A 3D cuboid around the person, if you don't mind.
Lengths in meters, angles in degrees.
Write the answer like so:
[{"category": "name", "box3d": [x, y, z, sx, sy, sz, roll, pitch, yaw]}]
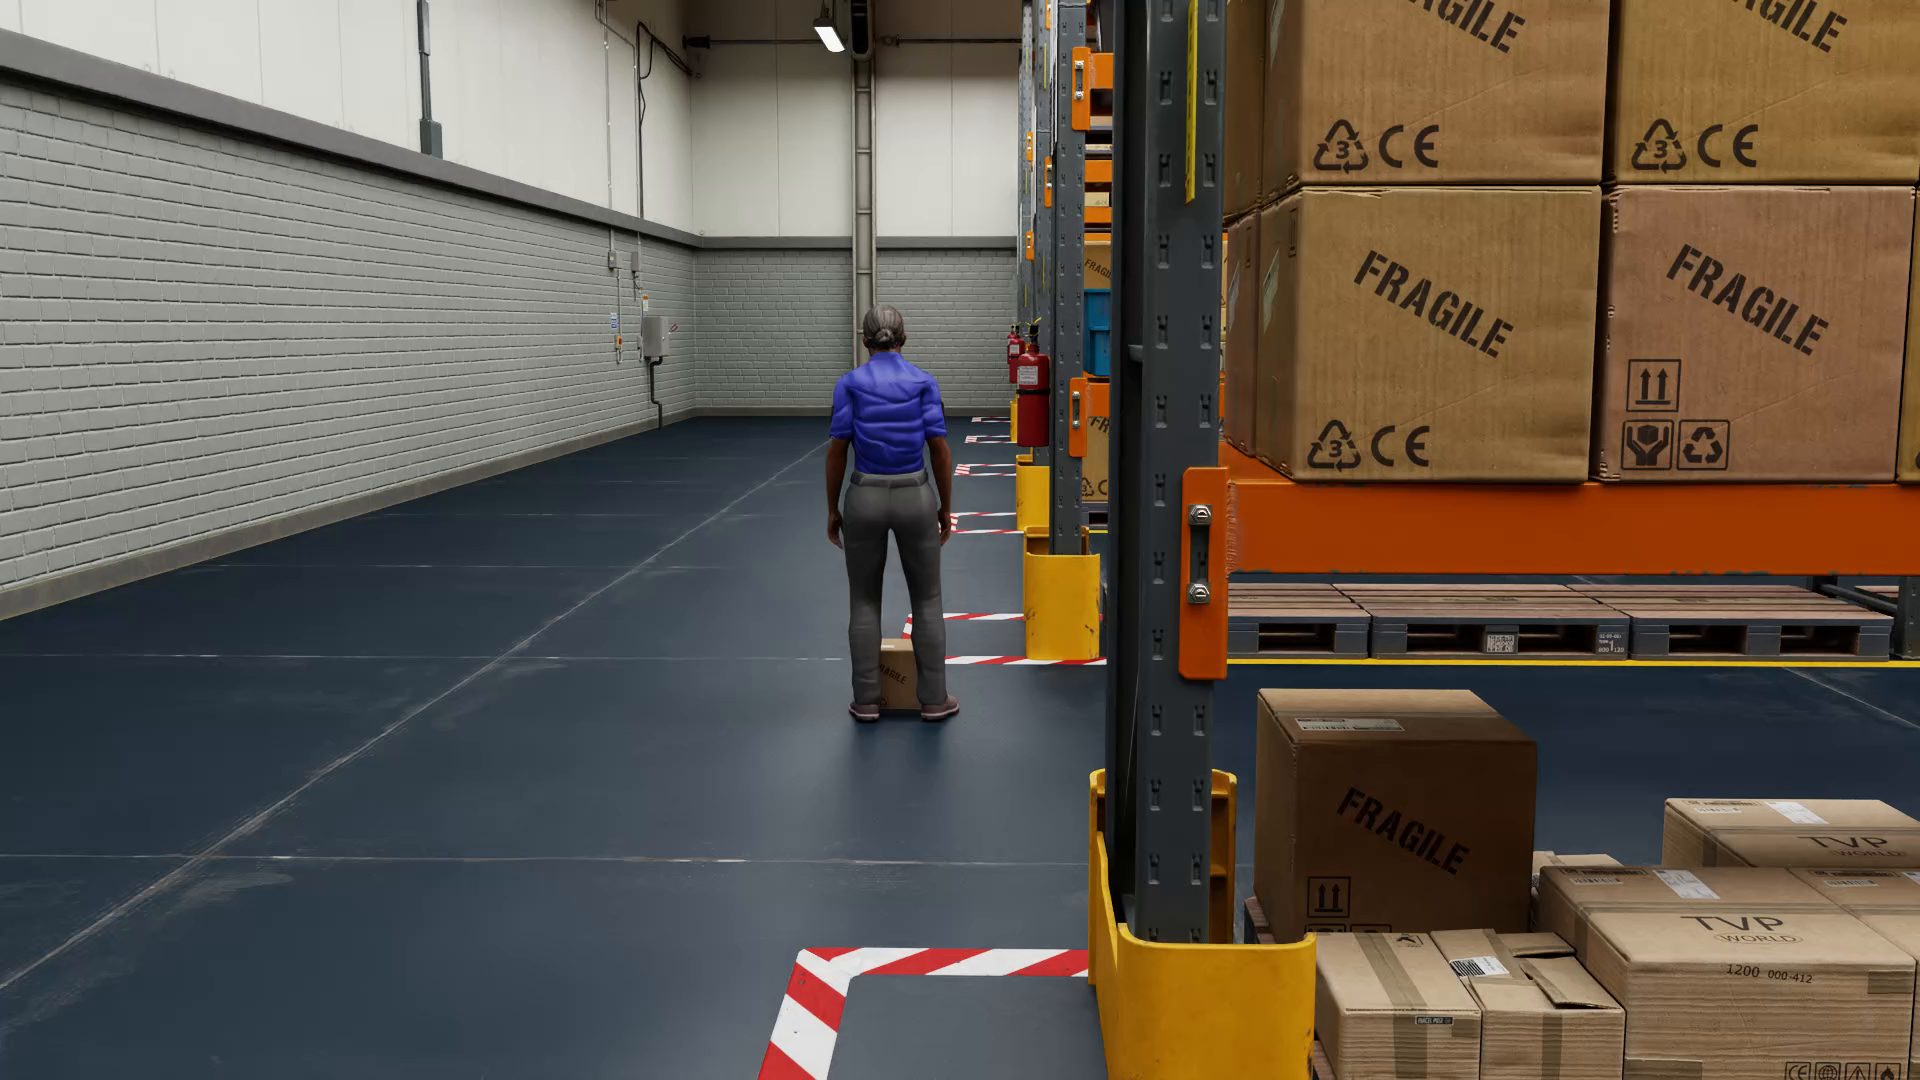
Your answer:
[{"category": "person", "box3d": [-0.267, -0.108, 6.630, 0.531, 1.656, 0.346, 0, 7, -2]}]
